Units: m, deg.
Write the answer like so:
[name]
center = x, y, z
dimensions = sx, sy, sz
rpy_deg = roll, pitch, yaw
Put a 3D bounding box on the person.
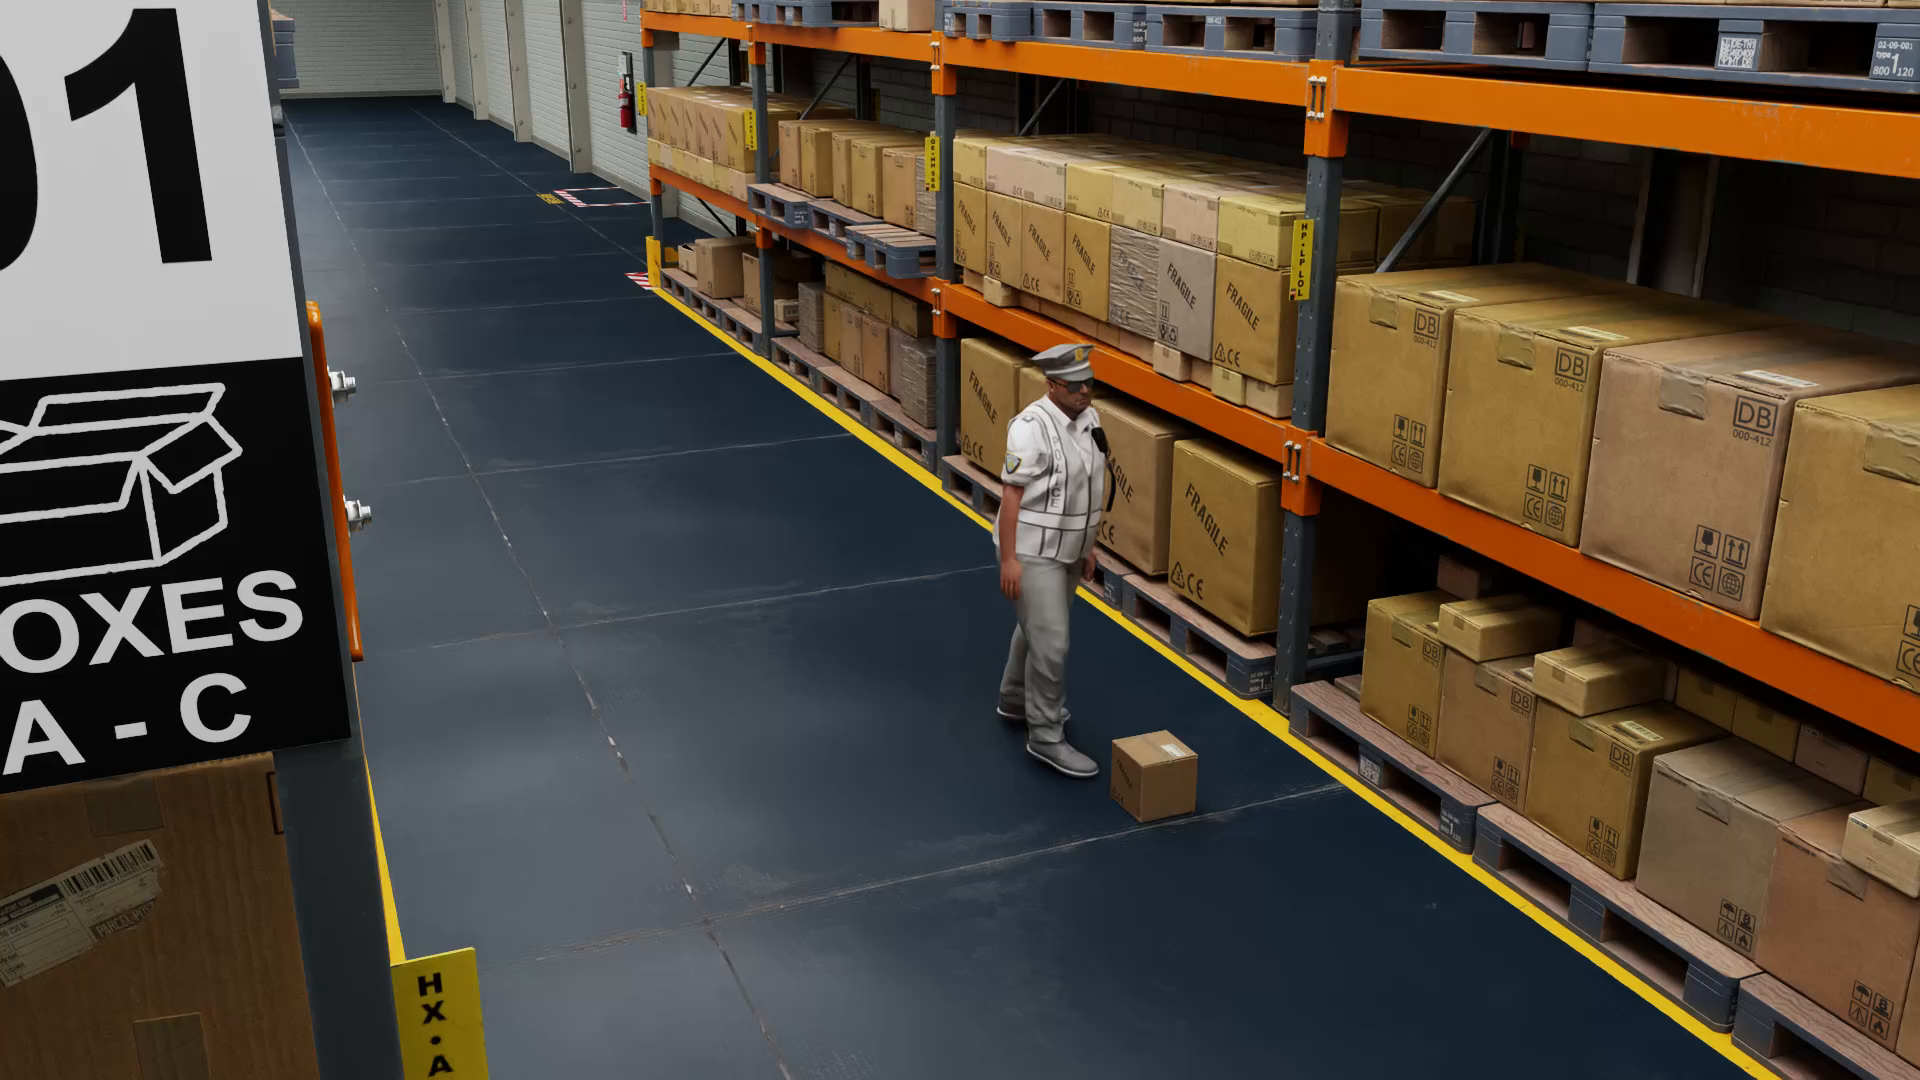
[person]
center = 0.395, 0.042, 6.886
dimensions = 0.663, 1.759, 0.564
rpy_deg = 14, 23, 35
